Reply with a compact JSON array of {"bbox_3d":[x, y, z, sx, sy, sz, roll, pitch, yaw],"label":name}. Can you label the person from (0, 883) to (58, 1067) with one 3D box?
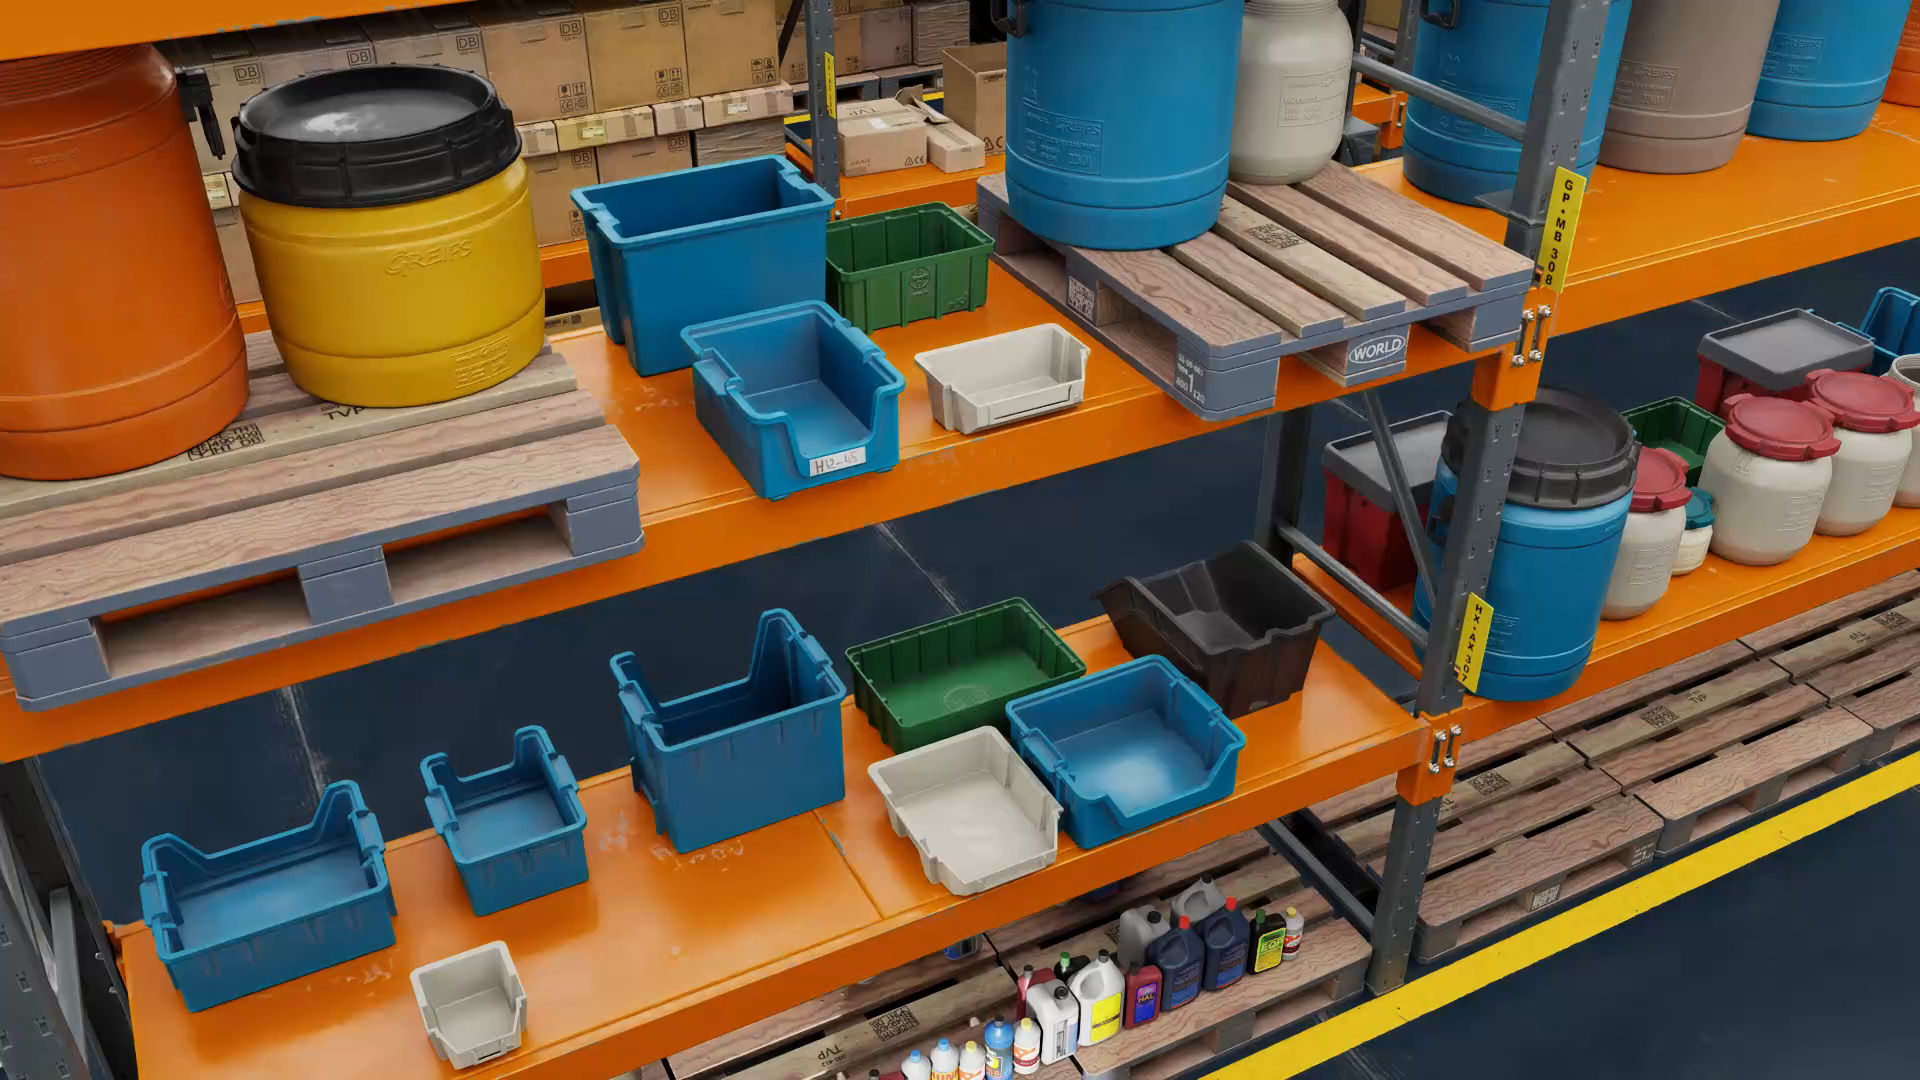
[{"bbox_3d":[-3.177,1.087,5.466,0.490,1.626,0.869,28,42,35],"label":"person"}]
